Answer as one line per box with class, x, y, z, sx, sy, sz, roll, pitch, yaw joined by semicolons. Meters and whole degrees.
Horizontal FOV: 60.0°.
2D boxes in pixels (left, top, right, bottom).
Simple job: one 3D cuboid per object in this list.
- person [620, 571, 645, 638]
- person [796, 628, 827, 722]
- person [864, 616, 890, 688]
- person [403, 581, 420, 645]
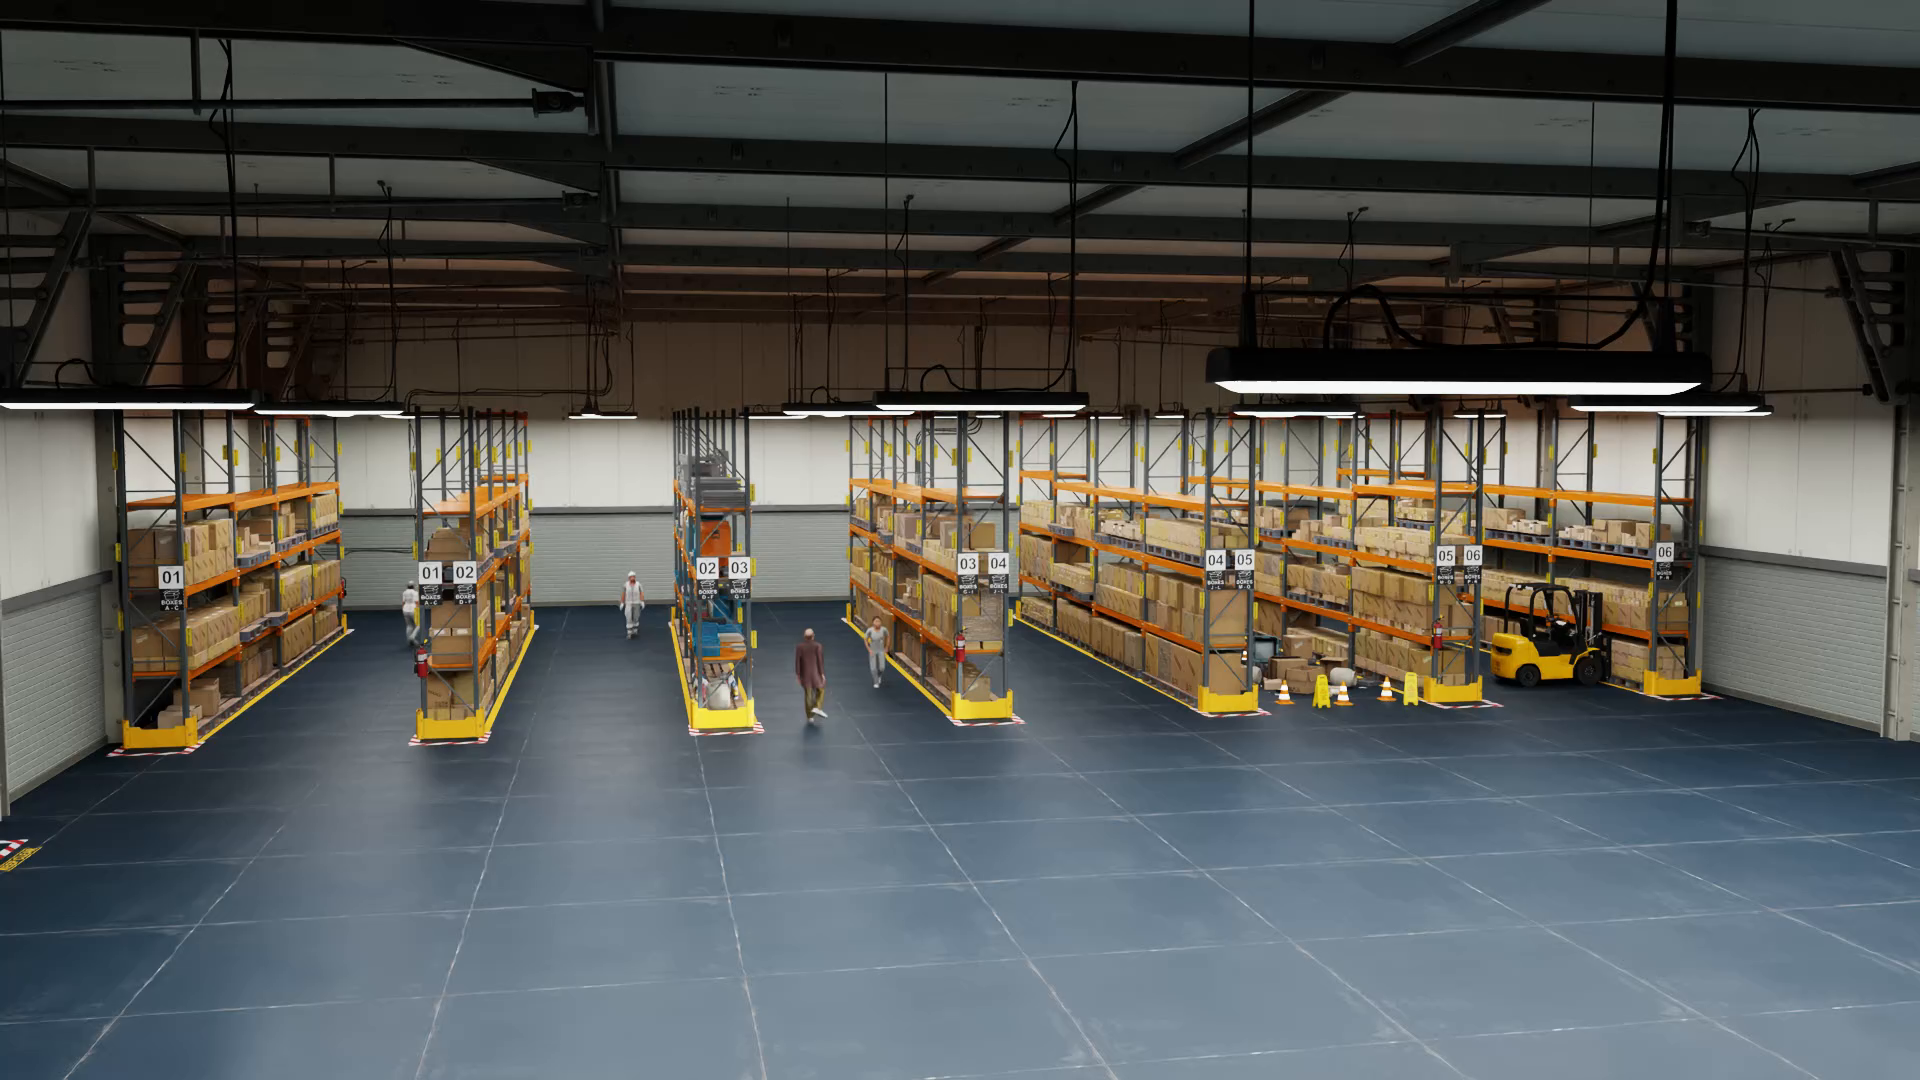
person;-8.679;1.697;44.021;0.655;1.724;1.034;-1;4;-10
person;-2.840;2.616;31.718;0.619;1.684;0.554;0;4;4
person;-1.777;2.400;35.709;0.564;1.585;0.567;0;4;-6
person;-14.034;1.872;42.554;0.532;1.663;0.498;2;4;24
